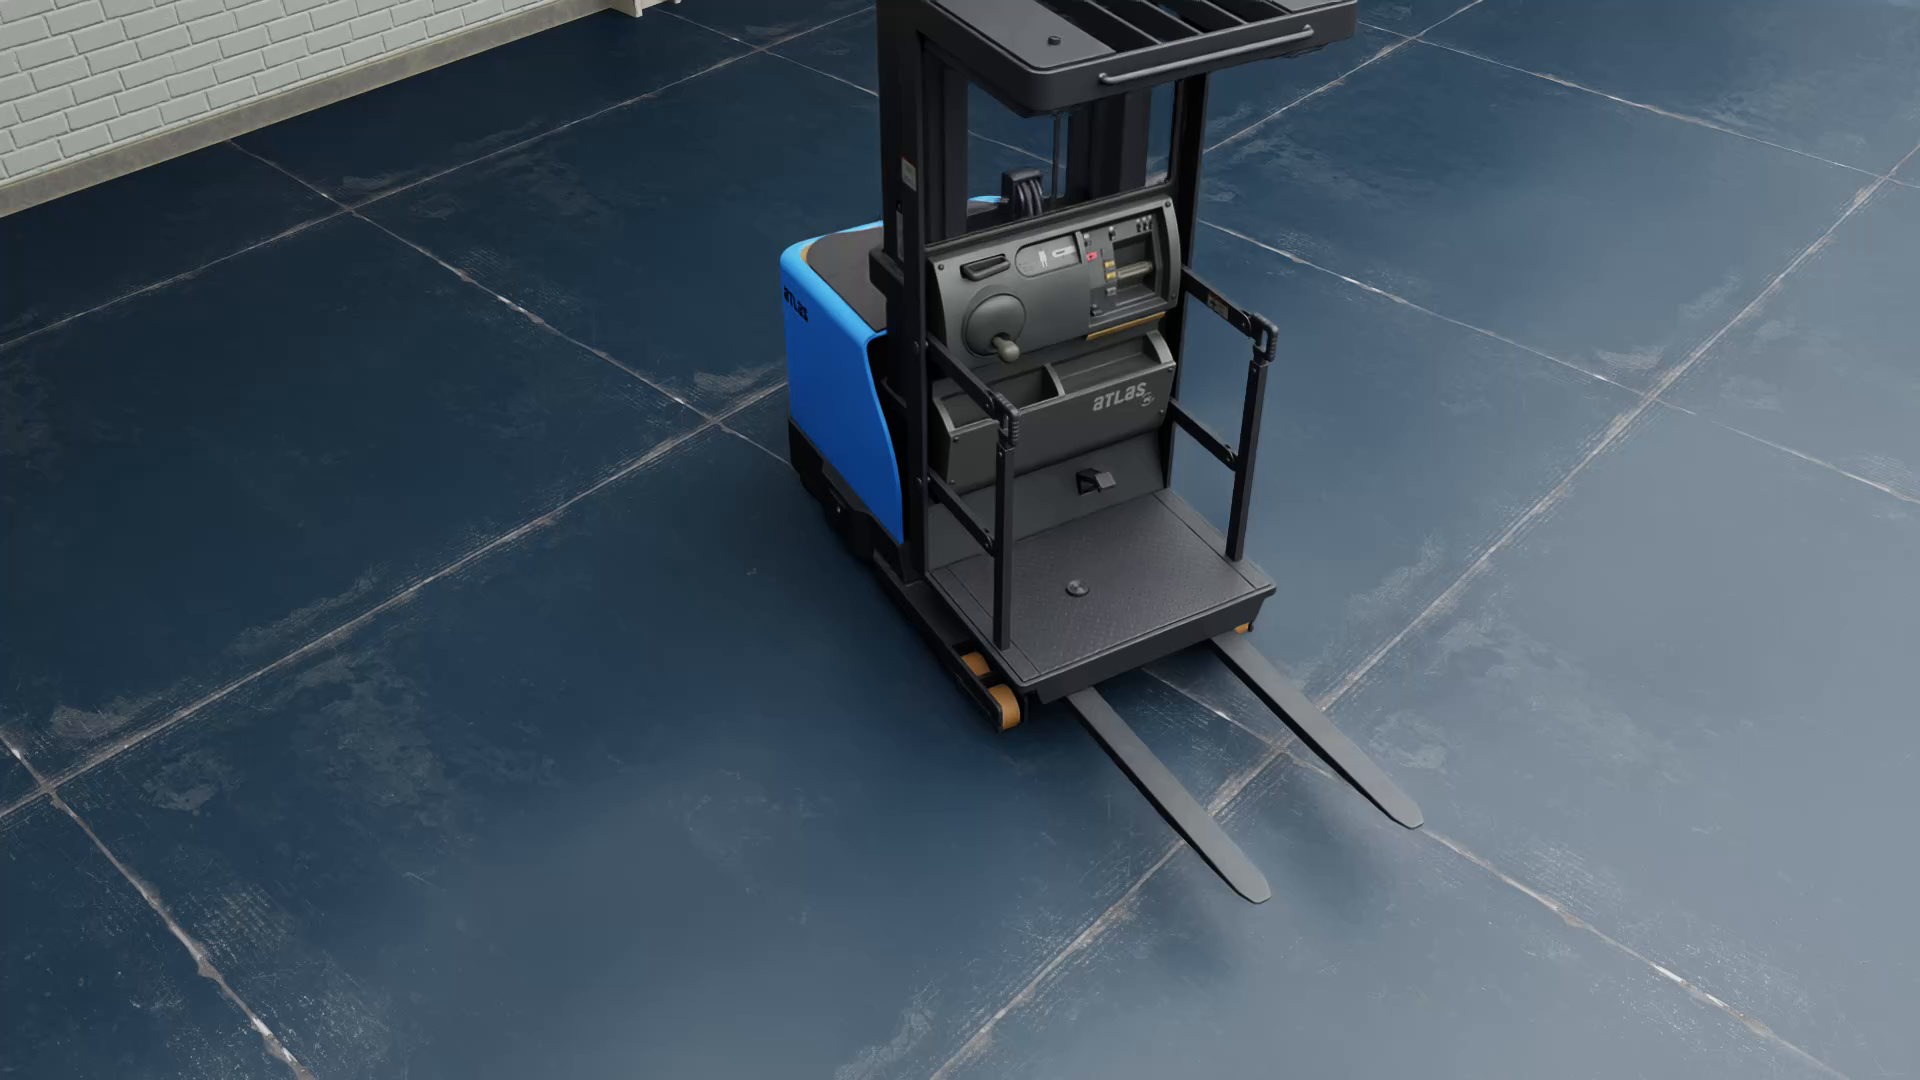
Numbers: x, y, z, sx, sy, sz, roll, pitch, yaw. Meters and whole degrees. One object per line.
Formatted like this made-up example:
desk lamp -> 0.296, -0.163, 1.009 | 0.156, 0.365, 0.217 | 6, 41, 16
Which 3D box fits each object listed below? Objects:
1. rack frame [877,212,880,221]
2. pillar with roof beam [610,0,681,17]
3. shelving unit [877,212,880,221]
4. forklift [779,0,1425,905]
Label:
rack frame -> -0.324, -0.964, 7.240 | 0.006, 0.900, 0.240 | -7, 39, -8
pillar with roof beam -> 1.025, -5.377, 6.282 | 9.100, 9.000, 0.400 | 30, 47, 32
shelving unit -> -0.224, -0.976, 7.254 | 0.210, 0.900, 0.258 | -7, 39, -8
forklift -> 0.441, -0.798, 5.398 | 1.130, 2.935, 3.031 | -19, 42, -23
